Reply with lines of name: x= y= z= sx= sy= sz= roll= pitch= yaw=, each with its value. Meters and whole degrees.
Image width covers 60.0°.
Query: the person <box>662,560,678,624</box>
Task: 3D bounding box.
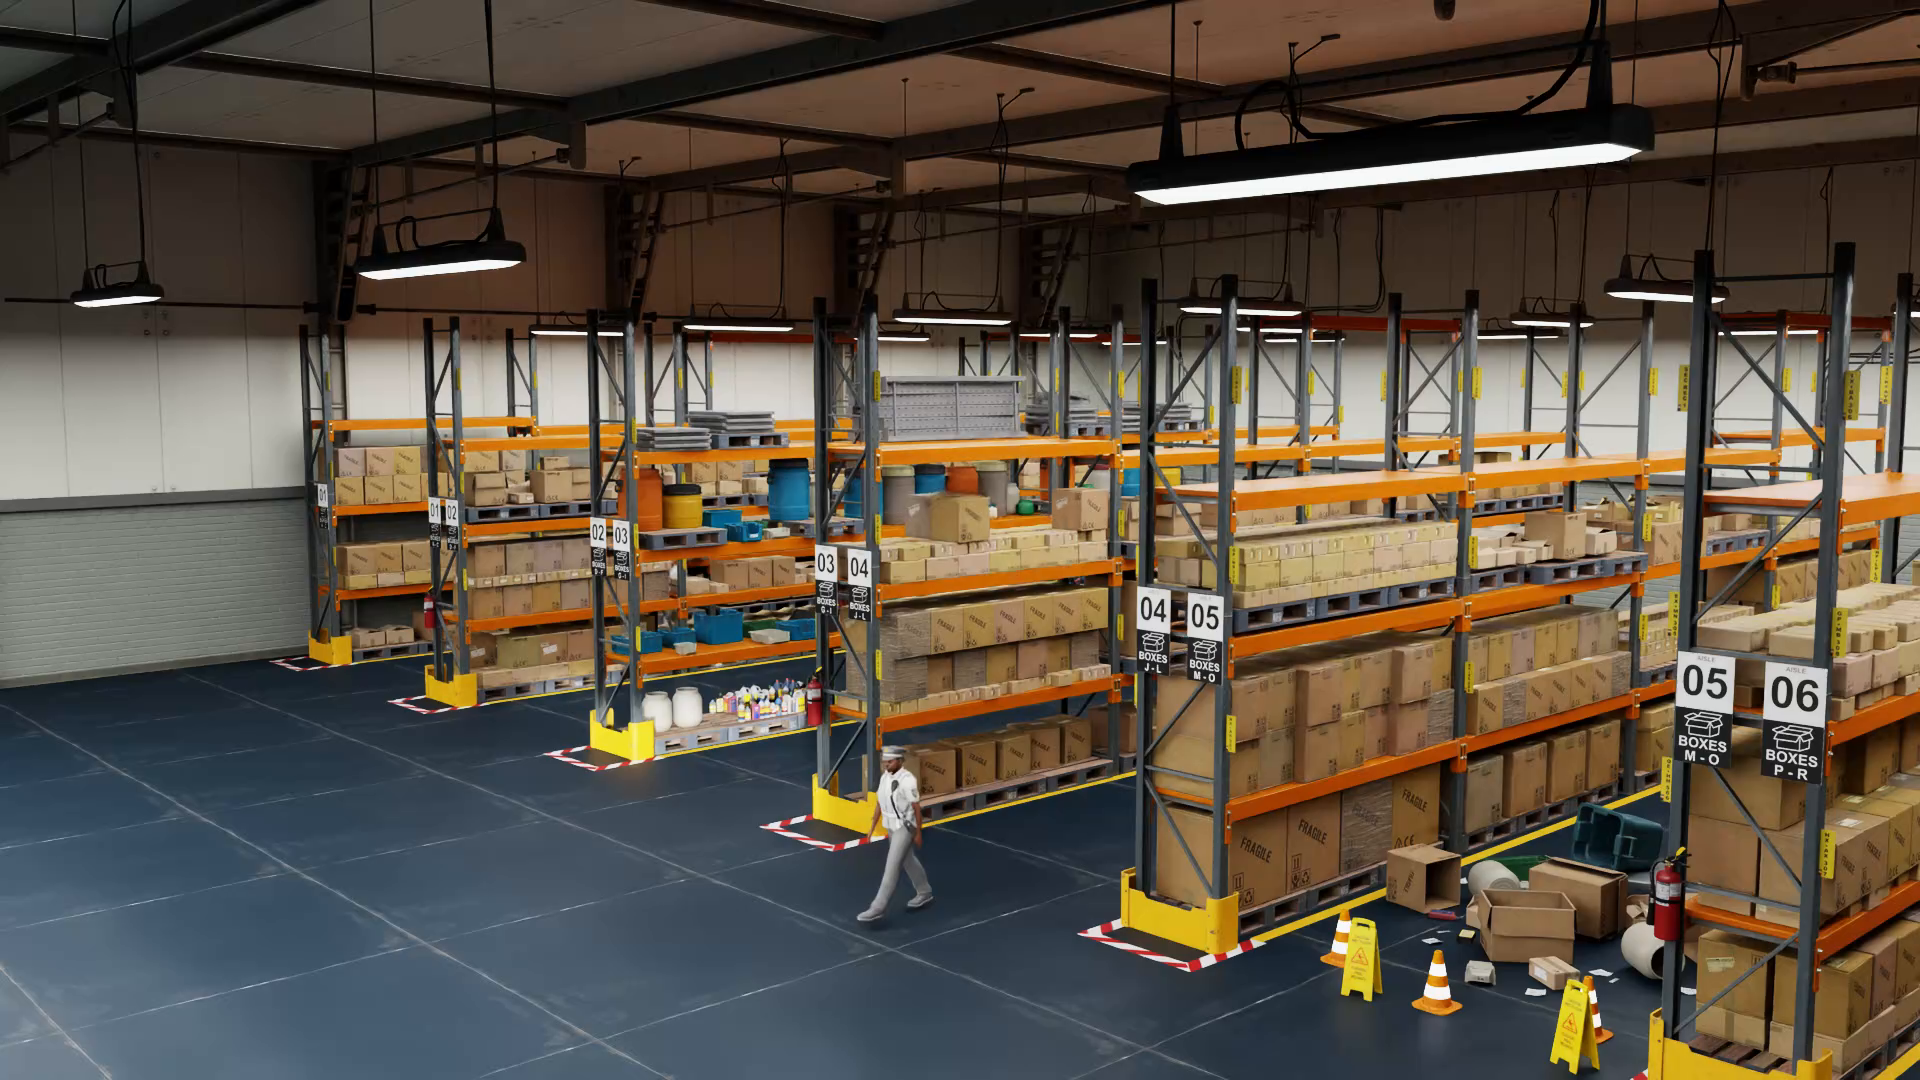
person: x=-5.523 y=1.094 z=31.518 sx=0.544 sy=1.715 sz=1.129 roll=5 pitch=8 yaw=42

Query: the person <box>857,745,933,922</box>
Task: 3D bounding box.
person: x=-0.644 y=2.744 z=15.769 sx=0.992 sy=1.625 sz=0.464 roll=-4 pitch=7 yaw=-35
